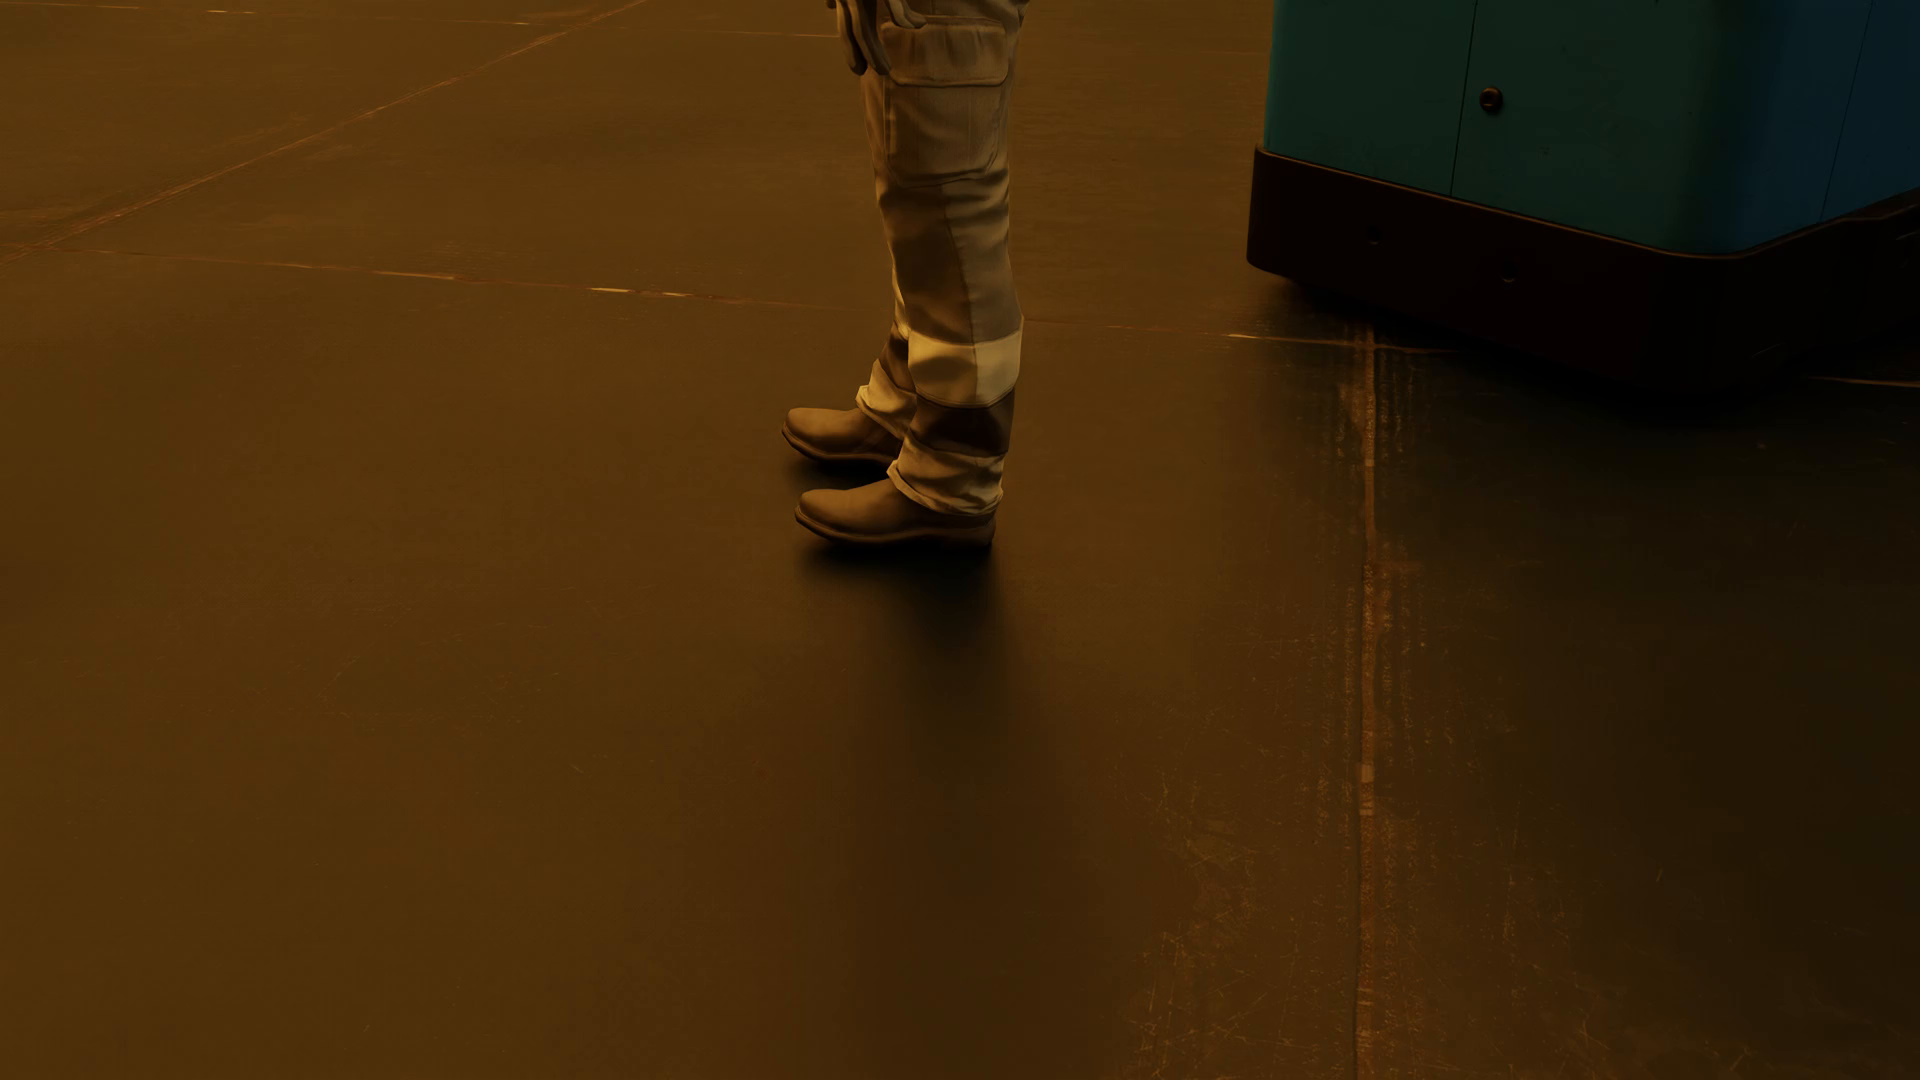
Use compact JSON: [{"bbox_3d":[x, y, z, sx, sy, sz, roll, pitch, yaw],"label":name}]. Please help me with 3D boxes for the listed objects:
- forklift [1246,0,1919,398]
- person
[{"bbox_3d":[2.067,-2.087,3.383,3.031,2.935,1.130,-20,33,-34],"label":"forklift"},{"bbox_3d":[-0.076,-0.819,2.121,0.561,1.788,0.638,6,27,11],"label":"person"}]
